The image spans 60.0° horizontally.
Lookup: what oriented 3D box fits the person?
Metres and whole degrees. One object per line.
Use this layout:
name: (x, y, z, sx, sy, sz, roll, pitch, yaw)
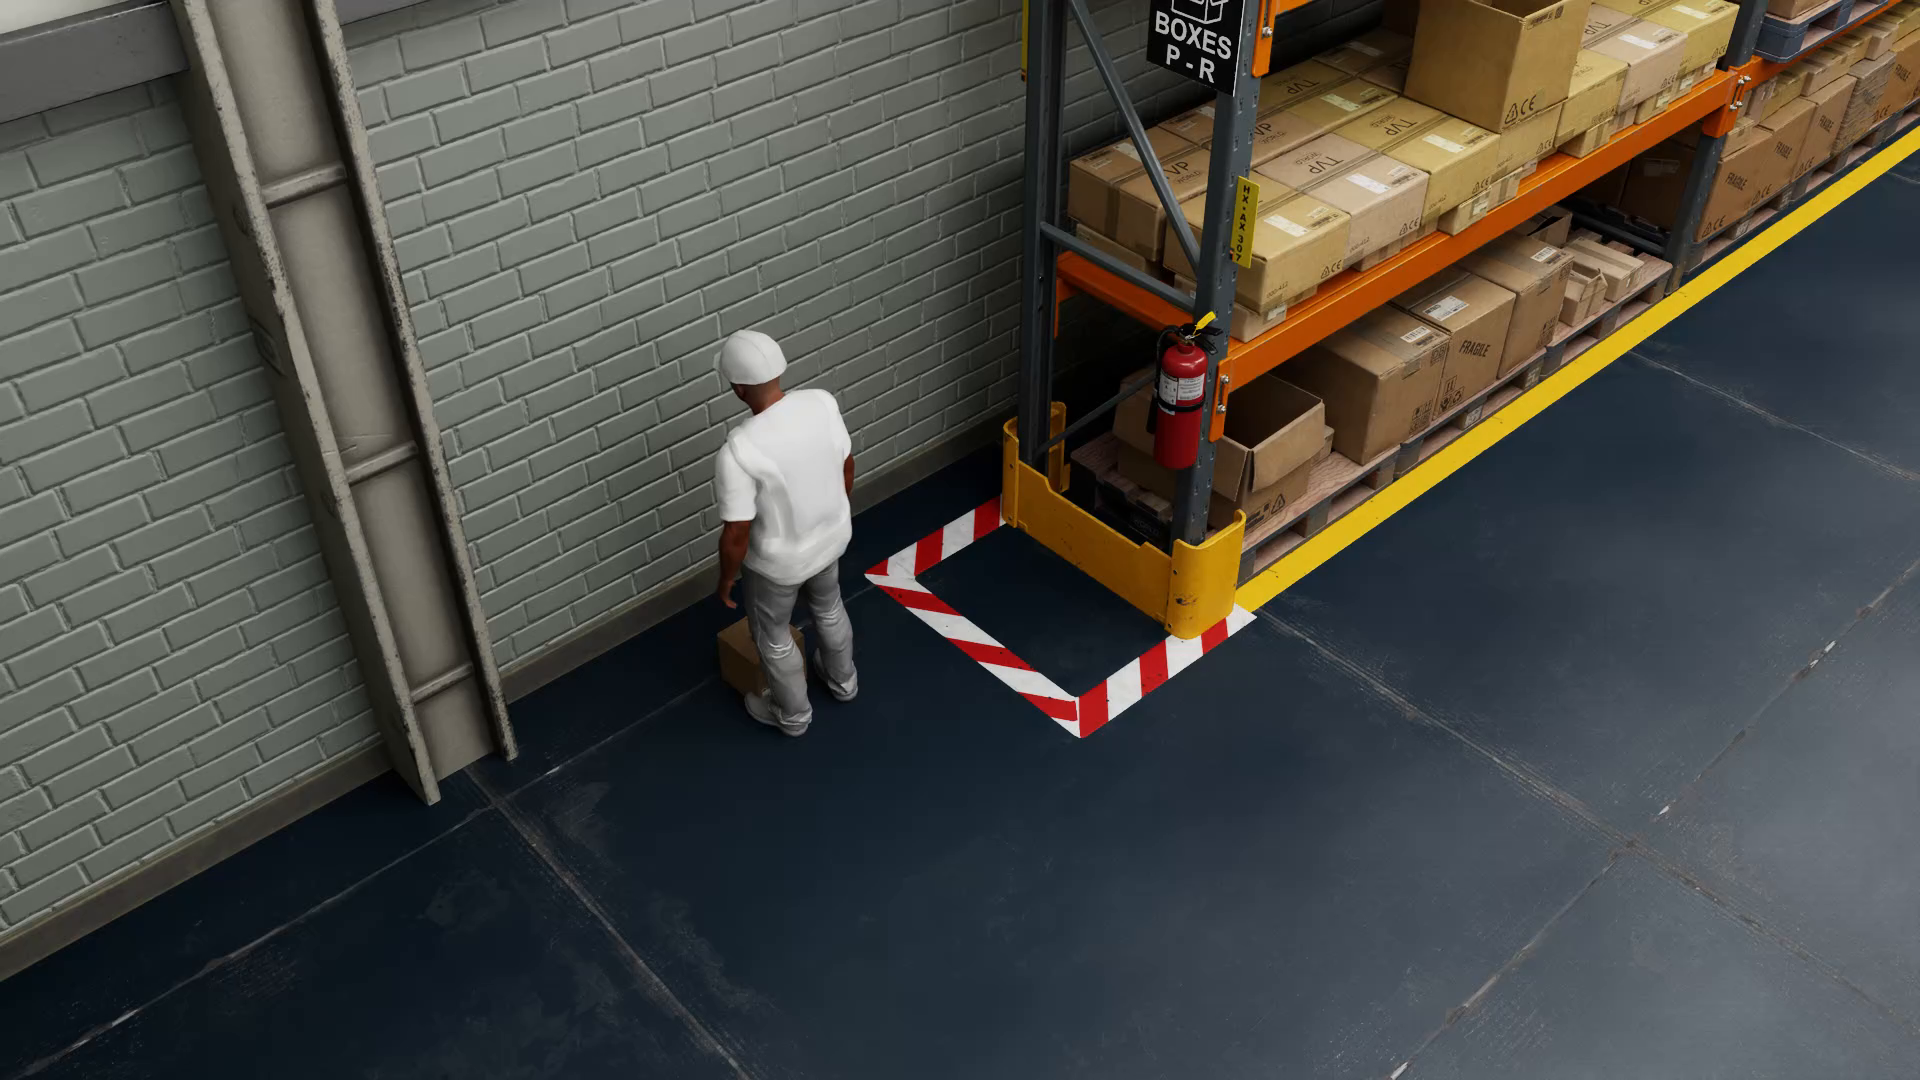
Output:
person: (-0.647, -0.003, 6.145, 0.458, 1.760, 0.634, 32, 49, 32)
